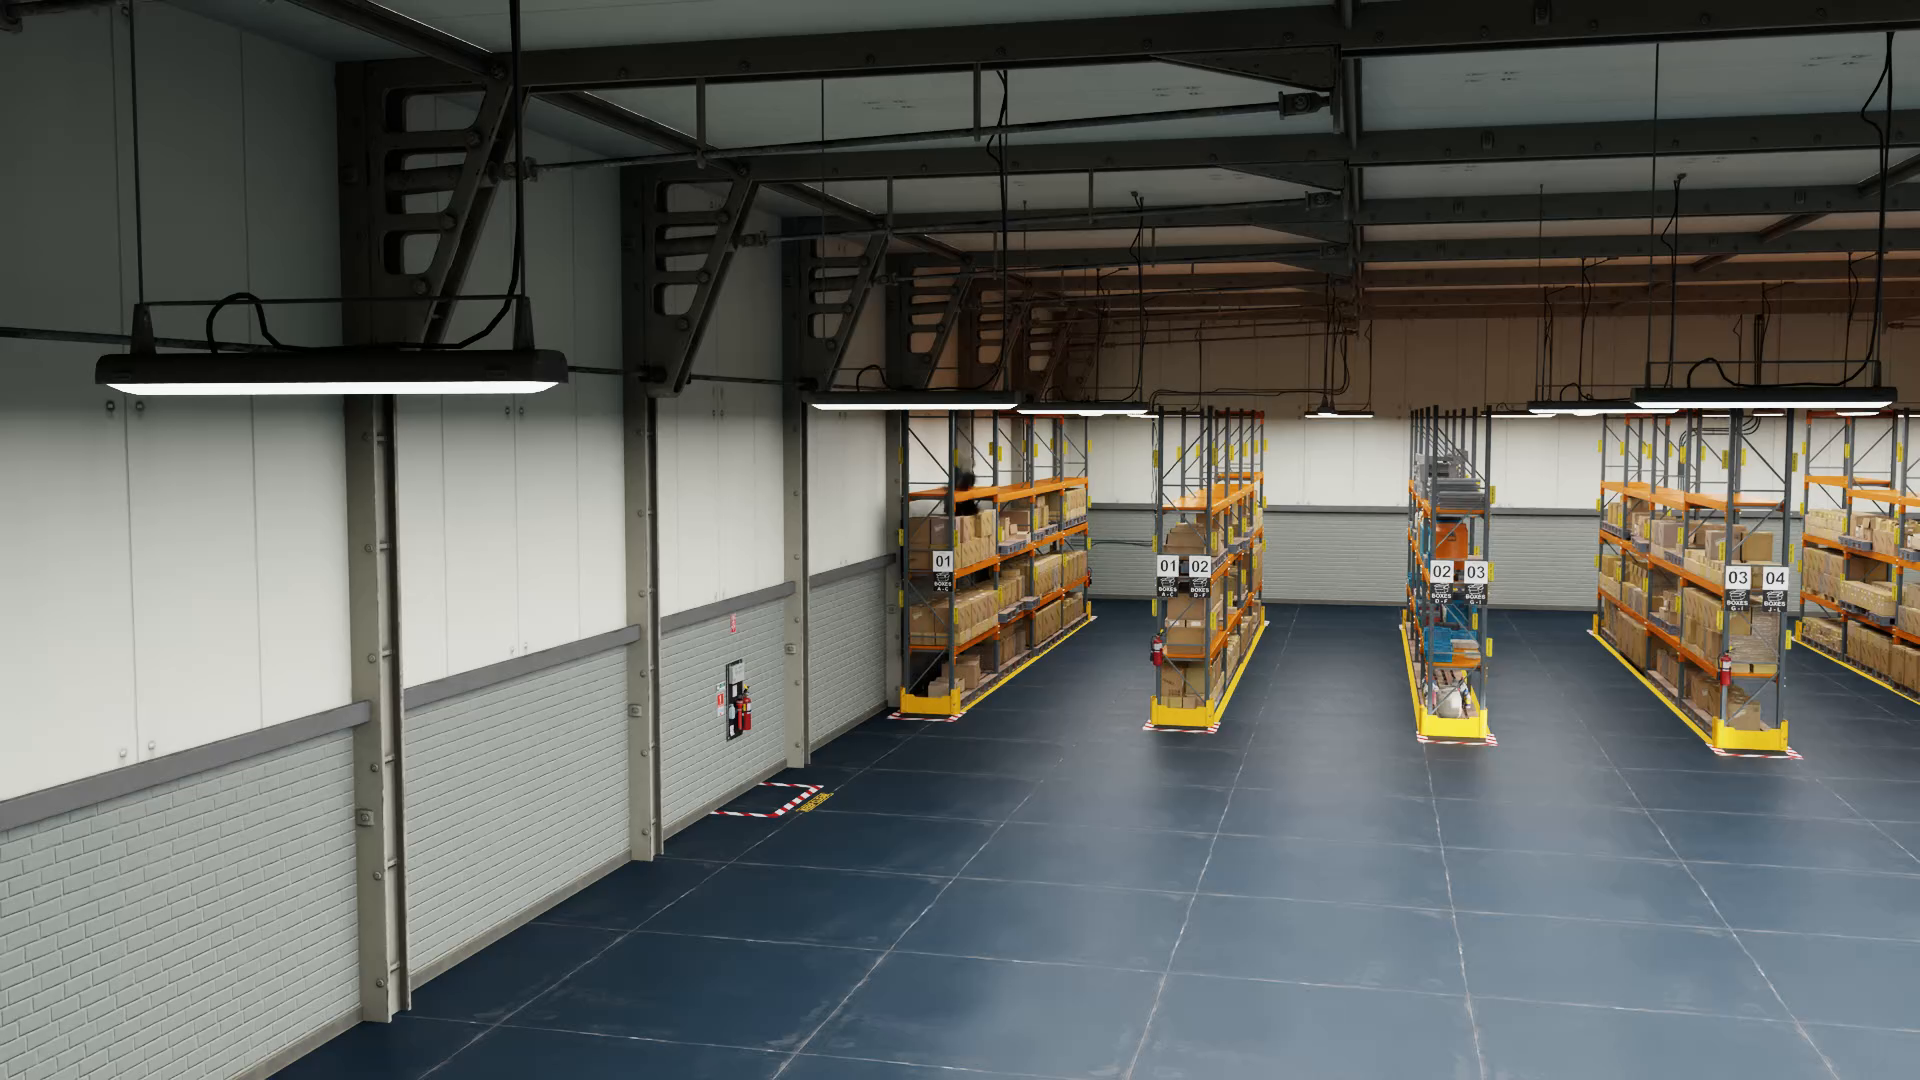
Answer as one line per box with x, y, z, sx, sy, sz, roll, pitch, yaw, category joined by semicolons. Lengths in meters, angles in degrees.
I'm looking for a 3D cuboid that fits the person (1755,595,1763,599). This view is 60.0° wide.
20.582;1.826;43.246;0.656;1.614;0.508;3;5;32;person
